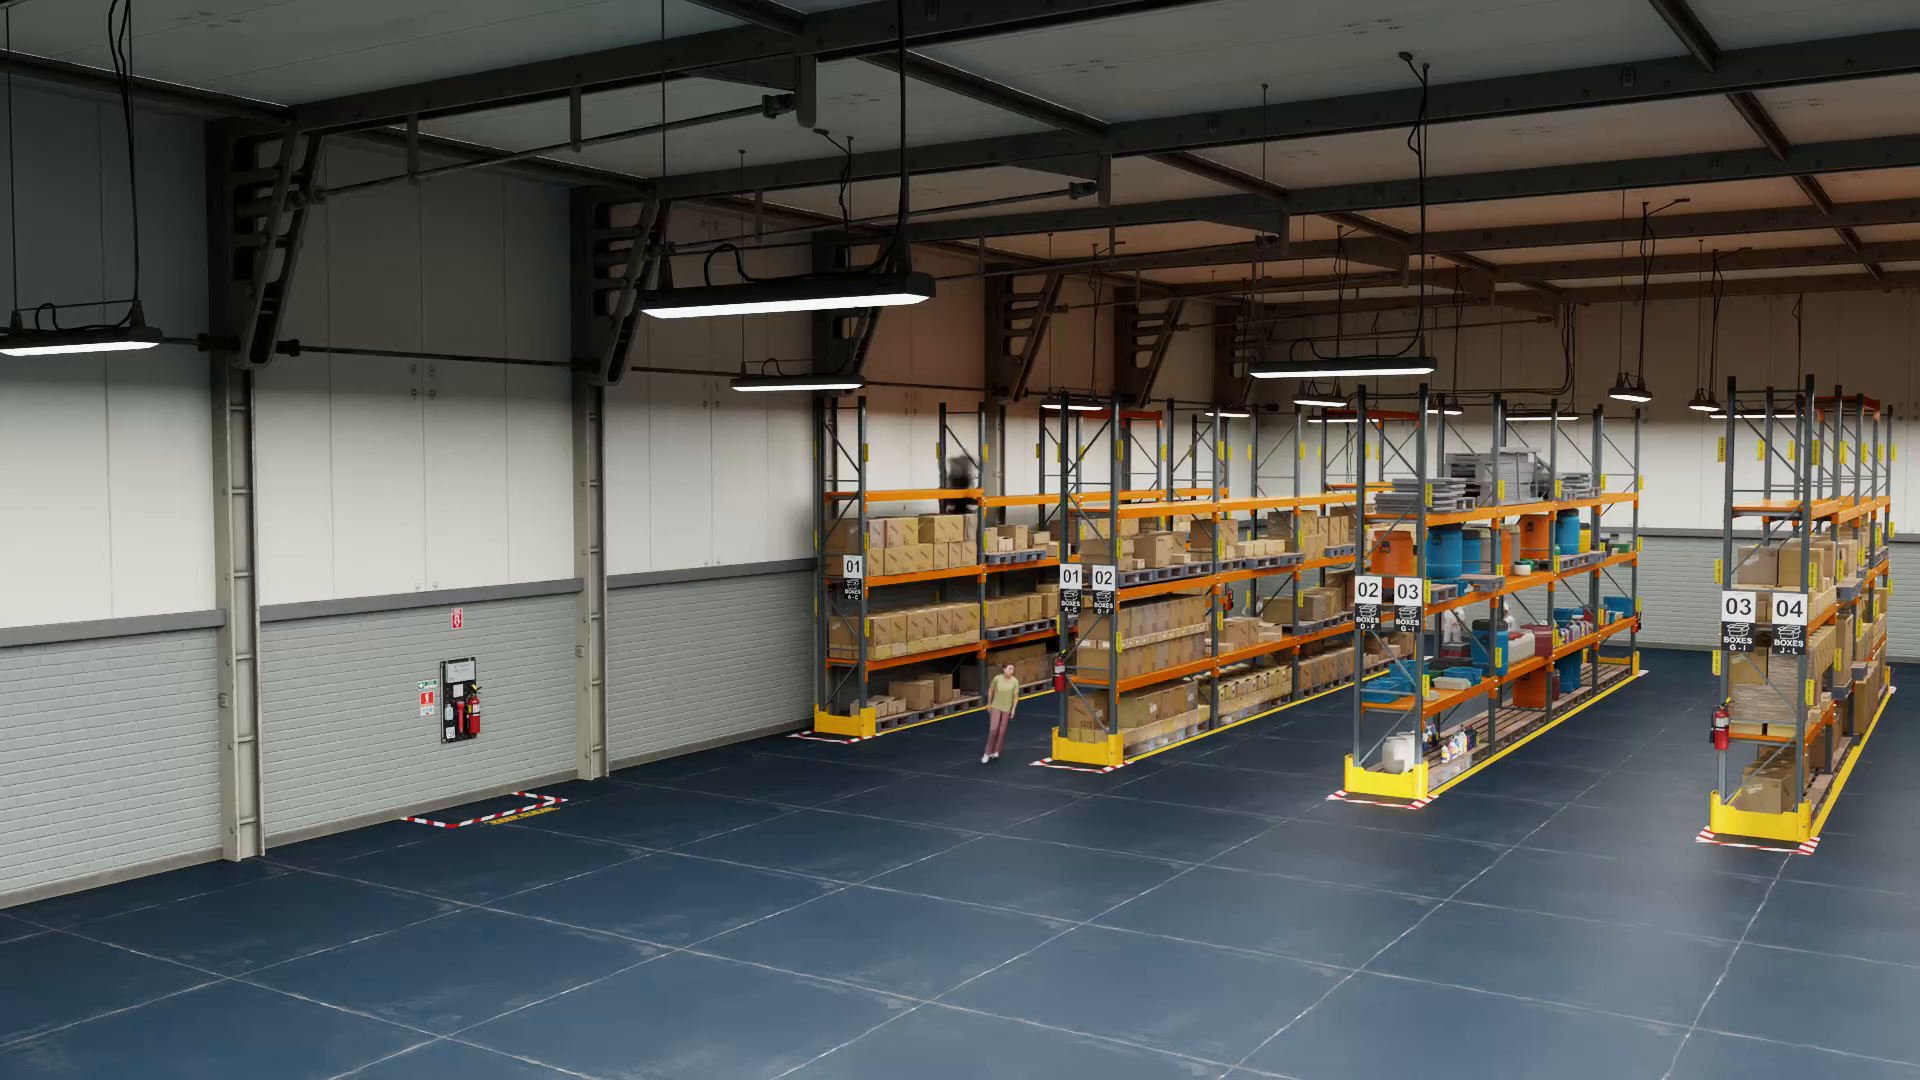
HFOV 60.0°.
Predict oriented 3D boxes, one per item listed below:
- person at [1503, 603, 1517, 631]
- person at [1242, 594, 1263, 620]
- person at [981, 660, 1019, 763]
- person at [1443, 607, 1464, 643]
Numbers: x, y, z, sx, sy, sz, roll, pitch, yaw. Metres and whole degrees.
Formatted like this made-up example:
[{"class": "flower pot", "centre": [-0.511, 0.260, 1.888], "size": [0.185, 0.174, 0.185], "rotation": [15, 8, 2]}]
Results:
[{"class": "person", "centre": [11.864, 2.226, 36.311], "size": [0.648, 1.724, 0.774], "rotation": [2, 4, 40]}, {"class": "person", "centre": [7.234, 2.076, 41.025], "size": [0.548, 1.541, 0.663], "rotation": [1, 3, 10]}, {"class": "person", "centre": [0.637, 2.748, 26.901], "size": [0.638, 1.631, 0.653], "rotation": [0, 3, -4]}, {"class": "person", "centre": [11.519, 2.157, 38.848], "size": [0.506, 1.684, 0.798], "rotation": [1, 3, 22]}]
